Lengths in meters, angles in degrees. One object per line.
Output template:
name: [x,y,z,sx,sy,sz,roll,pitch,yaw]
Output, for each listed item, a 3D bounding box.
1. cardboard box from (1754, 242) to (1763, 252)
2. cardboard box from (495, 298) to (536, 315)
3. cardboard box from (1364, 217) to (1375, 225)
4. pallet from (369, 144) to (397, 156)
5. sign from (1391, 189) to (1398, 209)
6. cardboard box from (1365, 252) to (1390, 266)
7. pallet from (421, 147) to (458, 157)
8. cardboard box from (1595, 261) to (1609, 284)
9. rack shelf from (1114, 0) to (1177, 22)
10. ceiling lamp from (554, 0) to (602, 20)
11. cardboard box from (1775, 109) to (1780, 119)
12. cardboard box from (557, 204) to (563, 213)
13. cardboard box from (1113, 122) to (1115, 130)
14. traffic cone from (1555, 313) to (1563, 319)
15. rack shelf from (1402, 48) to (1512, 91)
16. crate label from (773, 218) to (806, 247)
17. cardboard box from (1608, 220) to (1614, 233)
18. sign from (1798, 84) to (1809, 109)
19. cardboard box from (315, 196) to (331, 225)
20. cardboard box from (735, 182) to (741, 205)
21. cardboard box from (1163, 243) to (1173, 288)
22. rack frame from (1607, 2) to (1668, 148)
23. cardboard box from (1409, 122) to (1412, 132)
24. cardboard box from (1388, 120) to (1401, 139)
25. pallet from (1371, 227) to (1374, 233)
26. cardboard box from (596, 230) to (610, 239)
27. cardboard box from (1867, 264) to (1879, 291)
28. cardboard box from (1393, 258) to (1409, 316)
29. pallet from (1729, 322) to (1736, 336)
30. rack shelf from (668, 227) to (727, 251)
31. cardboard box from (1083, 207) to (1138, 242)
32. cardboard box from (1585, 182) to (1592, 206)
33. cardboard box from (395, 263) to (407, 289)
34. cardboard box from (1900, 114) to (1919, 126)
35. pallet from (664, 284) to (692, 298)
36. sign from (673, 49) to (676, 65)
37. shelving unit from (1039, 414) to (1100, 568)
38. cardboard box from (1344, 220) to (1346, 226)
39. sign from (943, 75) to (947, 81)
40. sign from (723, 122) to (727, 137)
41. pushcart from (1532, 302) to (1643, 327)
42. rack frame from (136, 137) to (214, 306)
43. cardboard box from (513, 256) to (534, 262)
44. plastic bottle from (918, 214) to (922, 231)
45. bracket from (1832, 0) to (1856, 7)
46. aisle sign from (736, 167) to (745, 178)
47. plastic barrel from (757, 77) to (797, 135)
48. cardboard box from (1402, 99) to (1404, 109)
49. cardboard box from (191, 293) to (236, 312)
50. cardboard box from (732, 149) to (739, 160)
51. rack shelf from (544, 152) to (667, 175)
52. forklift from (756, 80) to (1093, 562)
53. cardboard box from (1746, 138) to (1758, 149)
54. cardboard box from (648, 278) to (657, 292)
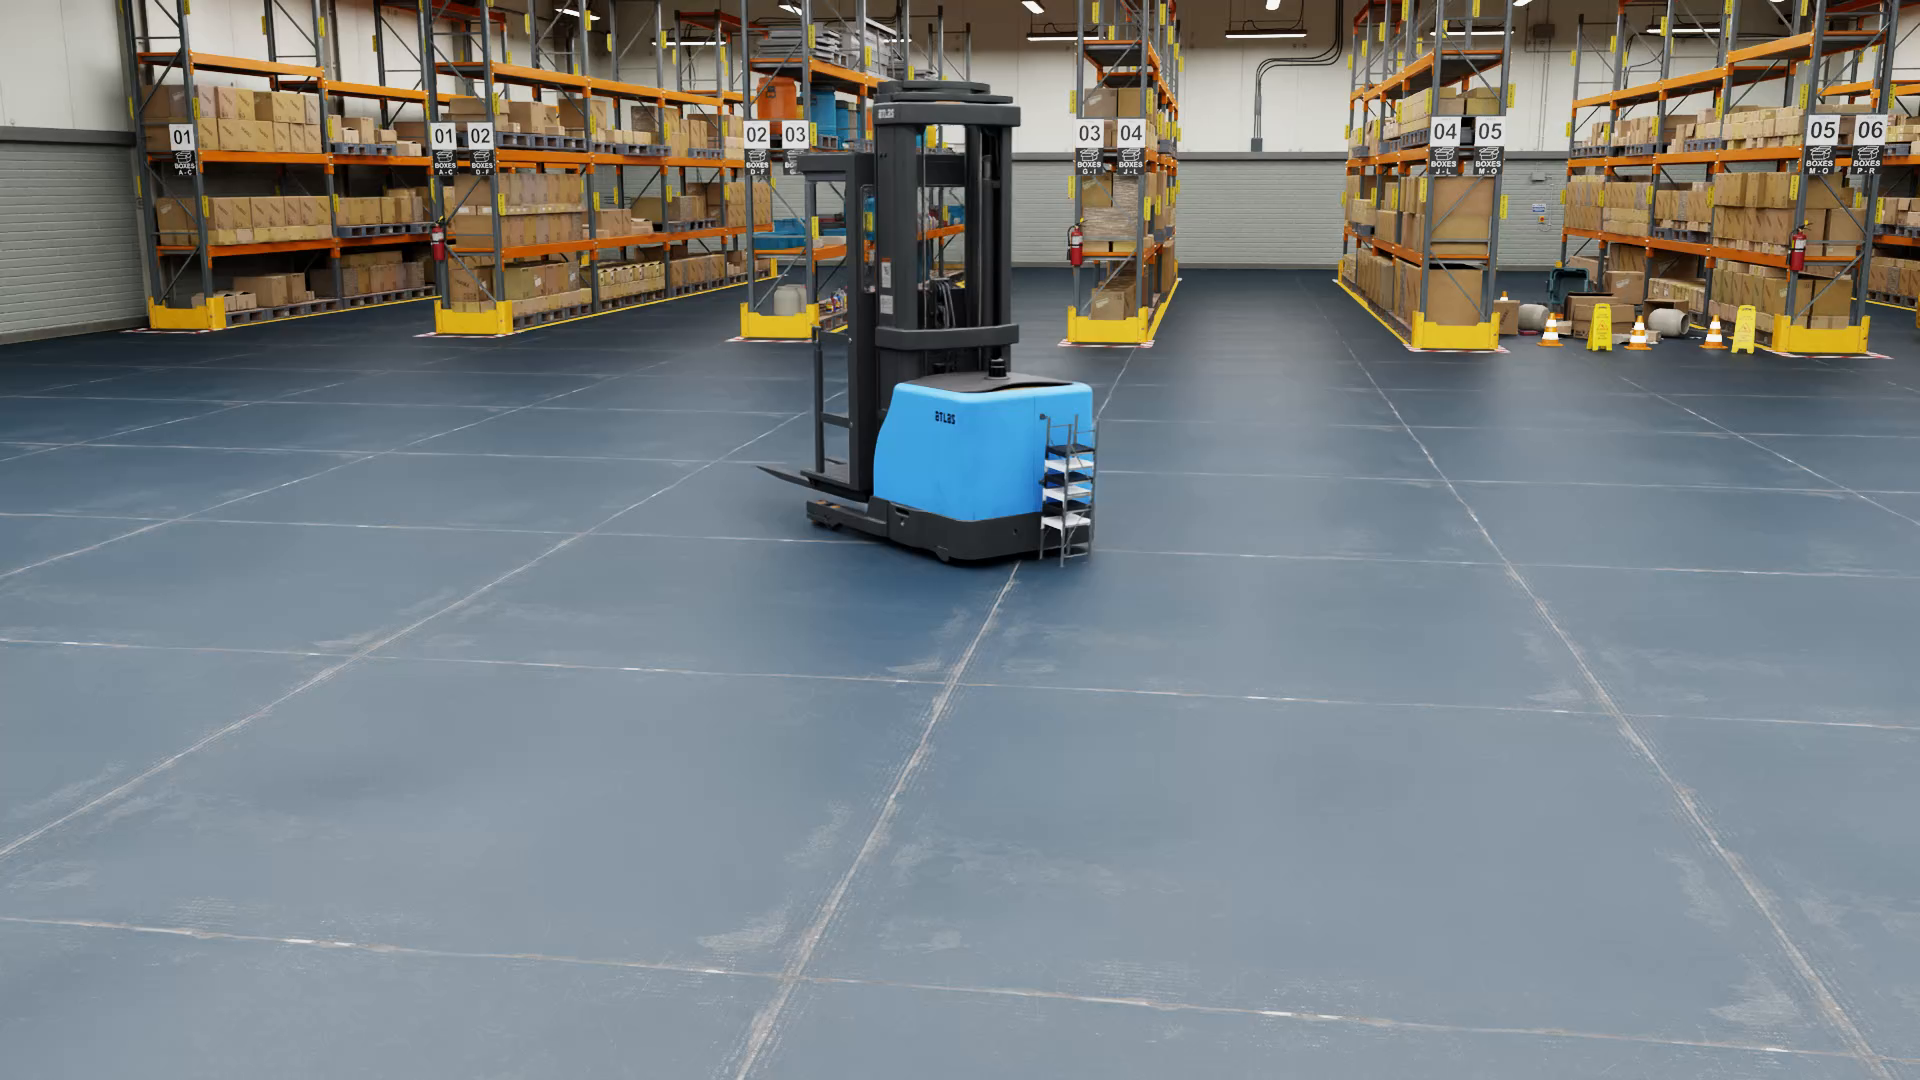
cardboard box: [11.943,-4.314,24.488,0.380,0.149,0.250,2,12,8]
cardboard box: [-7.235,-3.796,27.019,0.500,0.250,0.500,2,12,9]
cardboard box: [7.915,-6.088,31.724,0.380,0.149,0.250,2,12,10]
pallet: [-11.534,-7.435,31.696,1.213,0.211,1.003,2,12,9]
sign: [7.140,-5.599,27.291,0.100,0.325,0.005,2,12,9]
cardboard box: [8.206,-5.495,32.526,0.500,0.250,0.500,2,12,9]
pallet: [-11.229,-8.061,34.608,1.213,0.211,1.003,2,12,11]
cardboard box: [14.017,-5.662,35.230,0.875,0.438,0.875,2,12,8]
rack shelf: [3.715,-10.692,33.065,1.077,0.370,4.000,2,12,9]
ceiling lamp: [-8.016,-12.906,35.663,0.800,3.185,2.000,2,12,9]
cardboard box: [12.029,-6.159,24.034,0.380,0.149,0.250,2,12,7]
cardboard box: [-6.984,-5.650,28.313,0.380,0.149,0.250,2,12,8]
cardboard box: [2.178,-6.272,25.266,0.380,0.149,0.250,2,12,9]
traffic cone: [10.448,-4.073,28.792,0.336,0.463,0.334,2,12,9]
rack shelf: [7.370,-7.025,24.887,1.077,0.370,4.000,2,12,9]
crate label: [-2.701,-4.974,26.872,0.502,0.435,0.616,2,12,9]
cardboard box: [13.408,-6.318,33.544,0.500,0.250,0.500,2,12,7]
sign: [11.424,-6.005,22.516,0.100,0.325,0.005,2,12,9]
cardboard box: [-11.658,-5.914,29.842,0.500,0.500,0.500,2,12,9]
cardboard box: [-5.336,-7.959,38.192,0.500,0.500,0.500,1,12,7]
cardboard box: [3.679,-5.565,33.743,1.225,0.875,0.875,2,12,9]
rack frame: [13.815,-9.514,33.781,1.000,3.000,0.127,2,12,9]
cardboard box: [7.092,-6.323,25.457,0.380,0.149,0.250,2,12,9]
cardboard box: [7.808,-7.211,29.189,0.500,0.311,0.500,2,12,8]
pallet: [8.557,-6.208,33.135,1.003,0.211,1.213,2,12,9]
cardboard box: [-6.657,-5.614,30.521,0.380,0.149,0.250,2,12,9]
cardboard box: [18.351,-5.200,32.941,0.500,0.500,0.500,2,12,8]
cardboard box: [7.512,-4.094,26.915,0.875,0.875,0.875,2,12,10]
pallet: [12.331,-3.158,25.144,1.003,0.211,1.213,2,12,9]
rack shelf: [-6.073,-6.457,35.540,1.077,0.370,4.000,2,12,9]
cardboard box: [2.289,-4.713,24.798,0.875,0.500,0.500,2,12,9]
cardboard box: [13.770,-7.438,35.777,0.500,0.500,0.500,2,12,9]
cardboard box: [-11.529,-5.290,33.307,0.700,0.500,0.500,2,12,9]
cardboard box: [18.733,-8.245,32.685,0.396,0.266,0.258,2,12,9]
pallet: [-6.228,-5.183,34.542,1.003,0.211,1.213,2,12,9]
sign: [-6.298,-10.674,36.757,0.100,0.325,0.005,2,12,9]
shelving unit: [0.672,-0.304,10.236,0.258,0.900,0.210,-9,19,-35]
cardboard box: [9.150,-7.374,38.687,0.380,0.149,0.250,2,12,8]
sign: [-0.328,-9.876,35.954,0.100,0.325,0.005,2,12,9]
sign: [-5.216,-9.119,36.904,0.100,0.325,0.005,2,12,9]
pushcart: [10.324,-3.698,27.257,1.648,0.377,0.936,-2,12,-11]
rack frame: [-12.506,-4.886,26.546,1.000,3.000,0.127,2,12,9]
cardboard box: [-10.444,-6.520,39.064,0.700,0.500,0.500,2,12,9]
plastic bottle: [-0.859,-6.608,34.652,0.144,0.351,0.185,2,12,9]
bracket: [19.827,-11.864,36.140,0.076,0.066,4.783,2,12,9]
aisle sign: [-5.430,-9.352,41.096,0.394,0.787,0.004,2,12,9]
plastic barrel: [-2.768,-6.552,25.140,0.600,0.830,0.708,2,12,9]
cardboard box: [7.286,-6.978,26.604,0.380,0.149,0.250,2,12,9]
cardboard box: [-12.311,-3.928,27.438,0.500,0.311,0.500,0,12,2]
cardboard box: [-5.365,-8.815,38.011,0.500,0.250,0.500,2,12,9]
rack shelf: [-6.688,-7.090,31.361,1.077,0.370,4.000,2,12,9]
forklift: [-0.403,-1.558,11.264,1.130,2.935,3.031,-8,15,-34]
cardboard box: [12.009,-5.937,24.900,0.380,0.149,0.250,2,12,8]
cardboard box: [-6.296,-5.028,32.735,0.500,0.250,0.500,2,12,8]
